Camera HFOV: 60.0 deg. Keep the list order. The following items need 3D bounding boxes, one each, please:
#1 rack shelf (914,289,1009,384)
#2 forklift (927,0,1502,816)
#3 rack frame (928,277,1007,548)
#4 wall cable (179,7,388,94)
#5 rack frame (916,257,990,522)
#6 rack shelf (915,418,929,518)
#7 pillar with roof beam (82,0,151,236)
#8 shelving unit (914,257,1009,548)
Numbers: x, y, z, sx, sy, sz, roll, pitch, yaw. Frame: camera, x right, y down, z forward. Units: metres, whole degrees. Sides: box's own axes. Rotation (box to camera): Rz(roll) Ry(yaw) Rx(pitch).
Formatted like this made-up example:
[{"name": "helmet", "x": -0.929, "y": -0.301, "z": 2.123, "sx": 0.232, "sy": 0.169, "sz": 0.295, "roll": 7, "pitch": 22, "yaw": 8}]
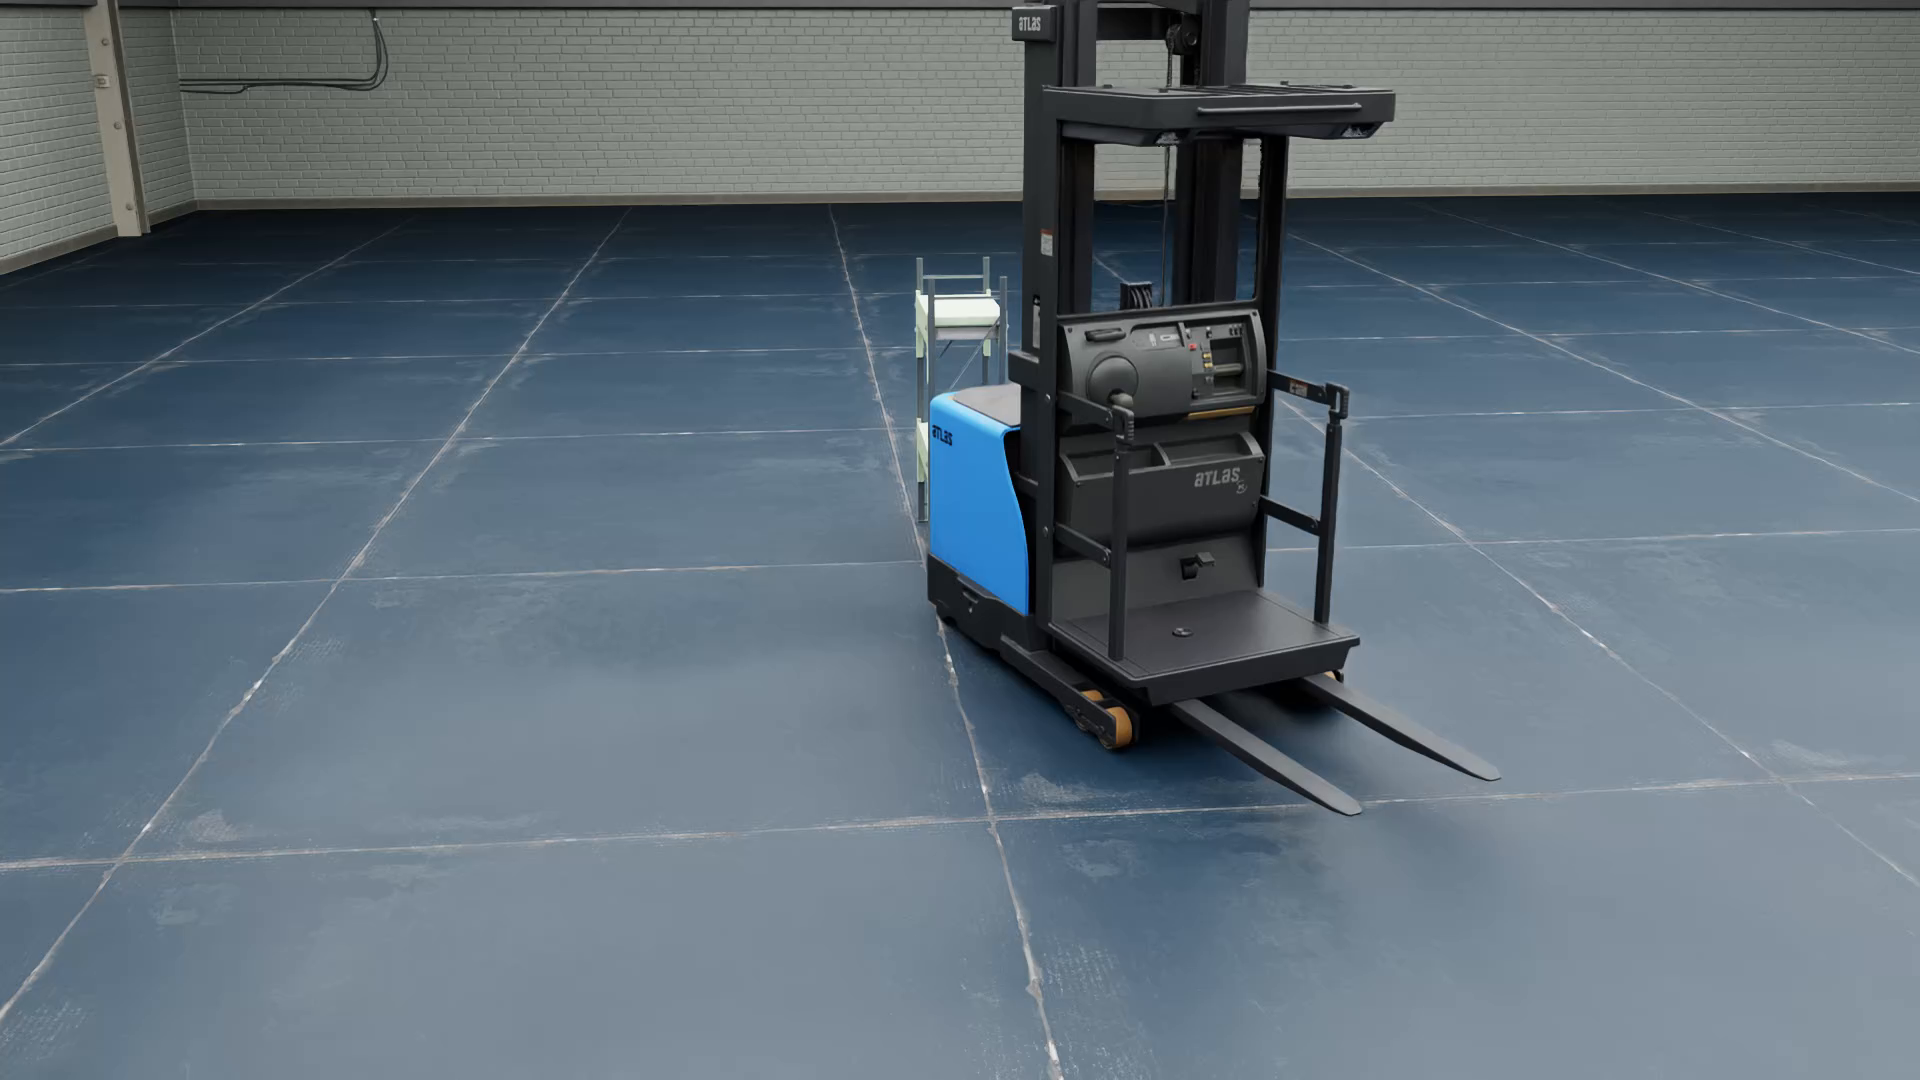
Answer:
[{"name": "rack shelf", "x": -0.001, "y": -1.090, "z": 8.842, "sx": 0.431, "sy": 0.370, "sz": 0.720, "roll": -2, "pitch": 18, "yaw": -6}, {"name": "forklift", "x": 0.936, "y": -0.724, "z": 6.589, "sx": 1.130, "sy": 2.935, "sz": 3.031, "roll": -8, "pitch": 19, "yaw": -24}, {"name": "rack frame", "x": 0.037, "y": -0.609, "z": 8.611, "sx": 0.400, "sy": 1.500, "sz": 0.023, "roll": -2, "pitch": 18, "yaw": -6}, {"name": "wall cable", "x": -9.994, "y": -7.800, "z": 24.183, "sx": 3.097, "sy": 2.526, "sz": 0.112, "roll": -2, "pitch": 18, "yaw": -6}, {"name": "rack frame", "x": -0.038, "y": -0.827, "z": 9.306, "sx": 0.400, "sy": 1.500, "sz": 0.023, "roll": -2, "pitch": 18, "yaw": -6}, {"name": "rack shelf", "x": -0.001, "y": -0.407, "z": 9.056, "sx": 0.431, "sy": 0.370, "sz": 0.720, "roll": -2, "pitch": 18, "yaw": -6}, {"name": "pillar with roof beam", "x": -6.724, "y": -8.496, "z": 21.215, "sx": 9.100, "sy": 9.000, "sz": 0.400, "roll": -2, "pitch": 18, "yaw": -6}, {"name": "shelving unit", "x": -0.001, "y": -0.718, "z": 8.959, "sx": 0.431, "sy": 1.500, "sz": 0.755, "roll": -2, "pitch": 18, "yaw": -6}]
